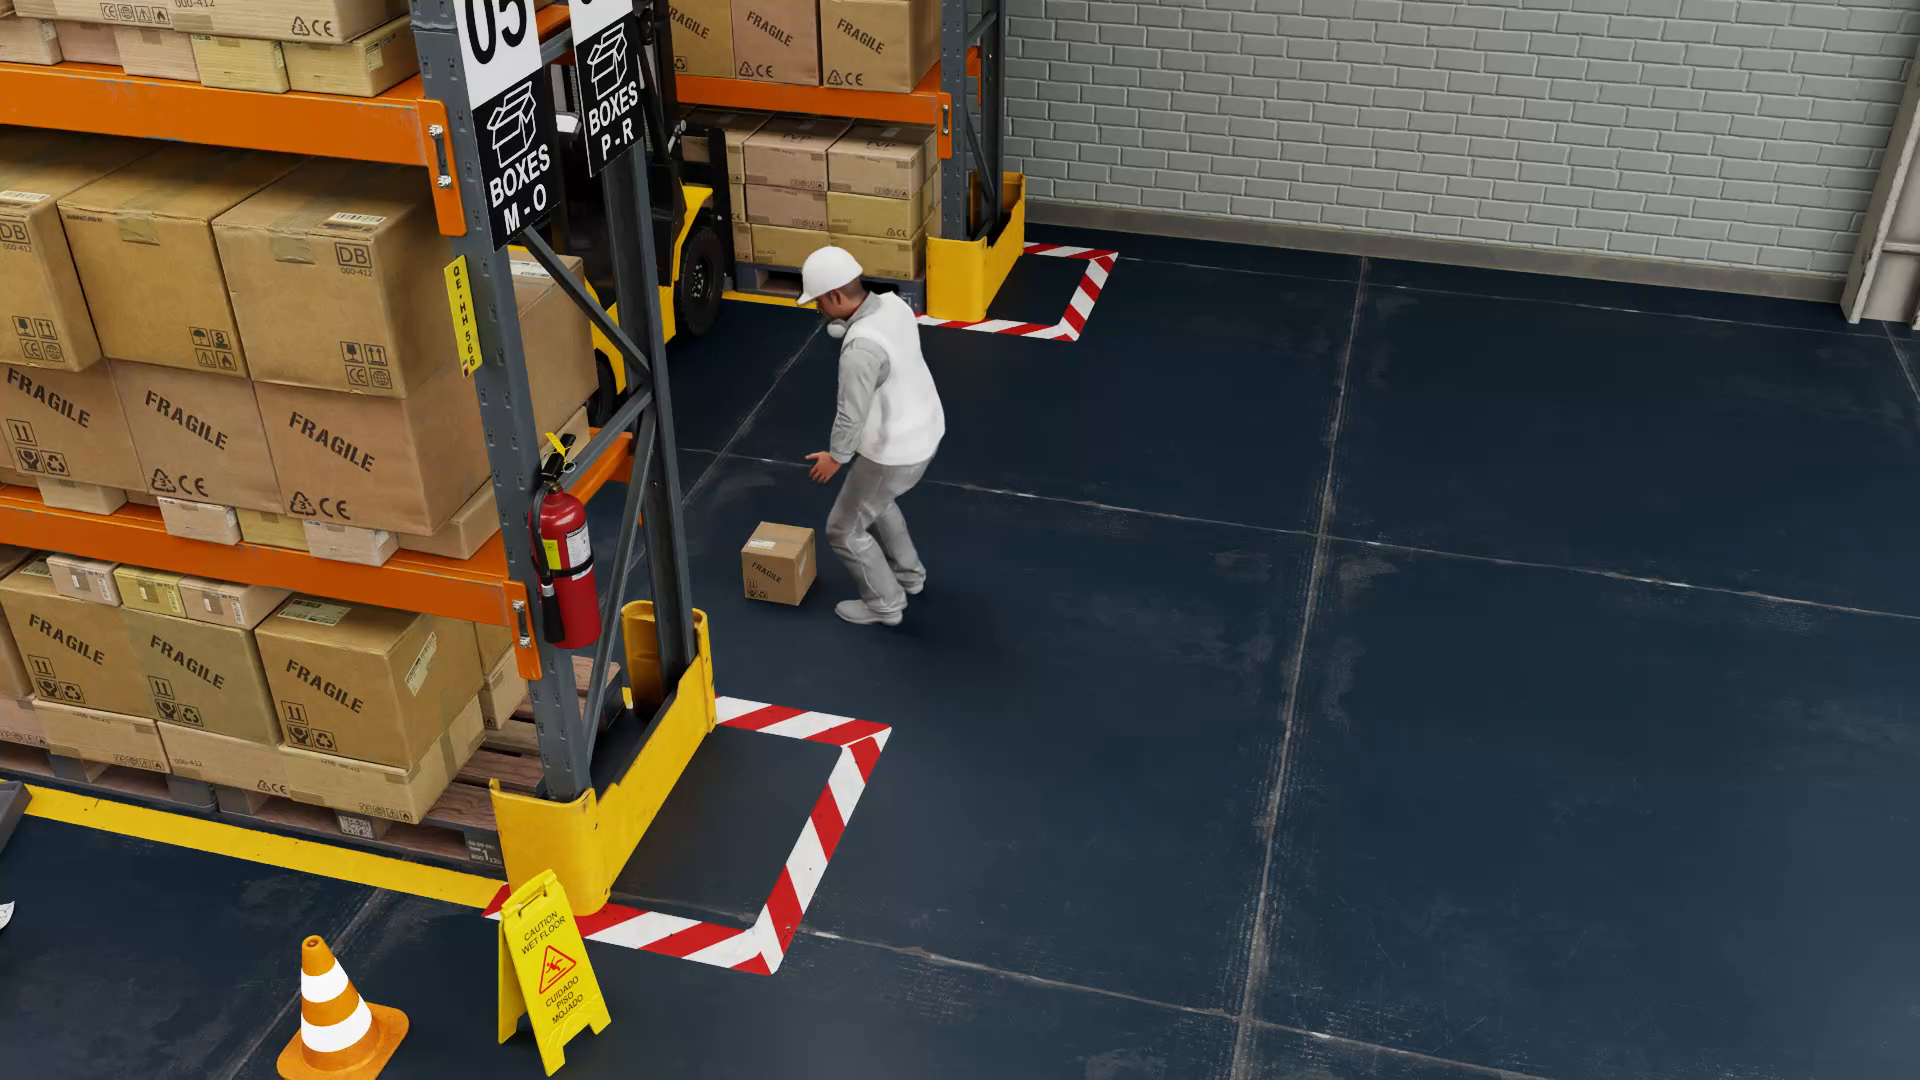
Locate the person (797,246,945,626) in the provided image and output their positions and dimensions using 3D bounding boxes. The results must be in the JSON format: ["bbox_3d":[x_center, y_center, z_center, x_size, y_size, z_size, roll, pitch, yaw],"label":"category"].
[{"bbox_3d":[-0.363,-0.411,6.865,0.559,1.665,0.574,9,34,13],"label":"person"}]
